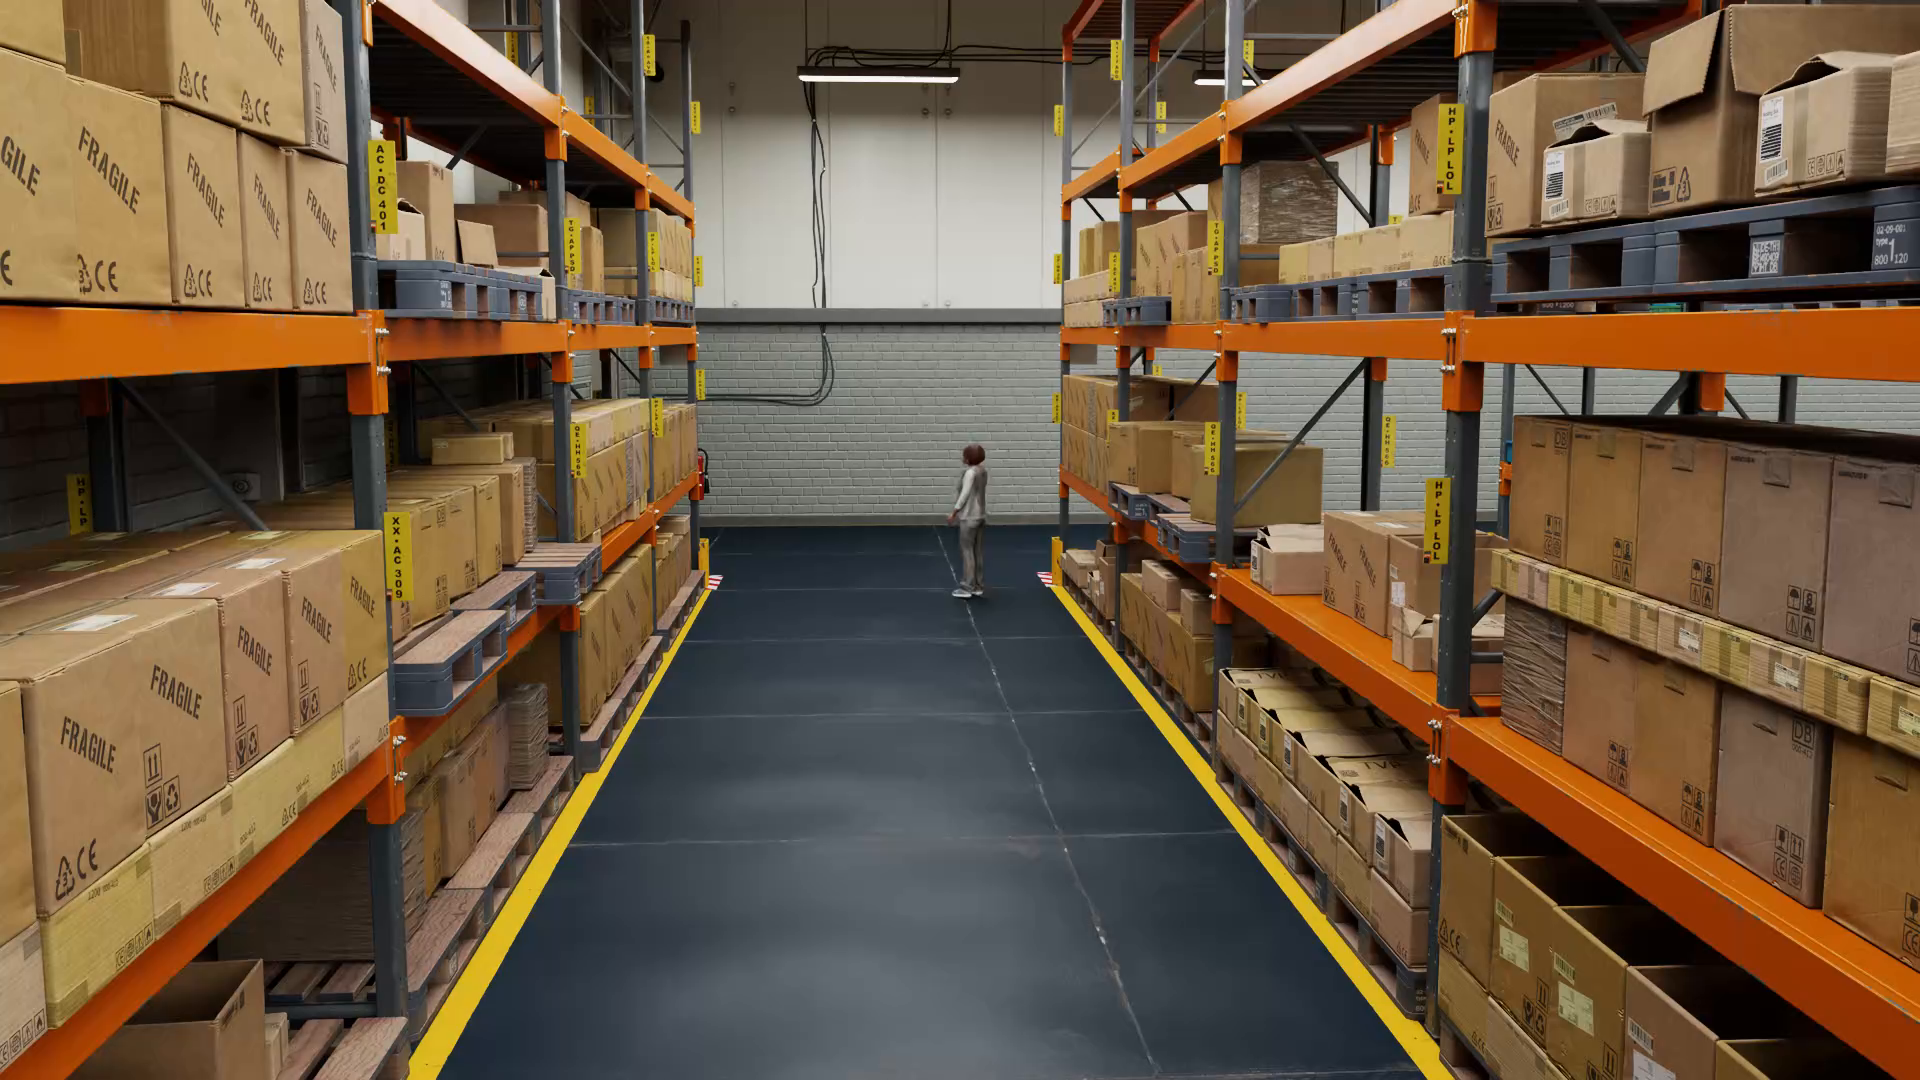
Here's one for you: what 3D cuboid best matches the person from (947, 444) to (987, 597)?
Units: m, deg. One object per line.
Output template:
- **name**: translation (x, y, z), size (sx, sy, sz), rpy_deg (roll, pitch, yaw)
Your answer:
- **person**: translation (0.097, -0.205, 17.298), size (0.396, 1.608, 0.472), rpy_deg (3, 8, 22)
